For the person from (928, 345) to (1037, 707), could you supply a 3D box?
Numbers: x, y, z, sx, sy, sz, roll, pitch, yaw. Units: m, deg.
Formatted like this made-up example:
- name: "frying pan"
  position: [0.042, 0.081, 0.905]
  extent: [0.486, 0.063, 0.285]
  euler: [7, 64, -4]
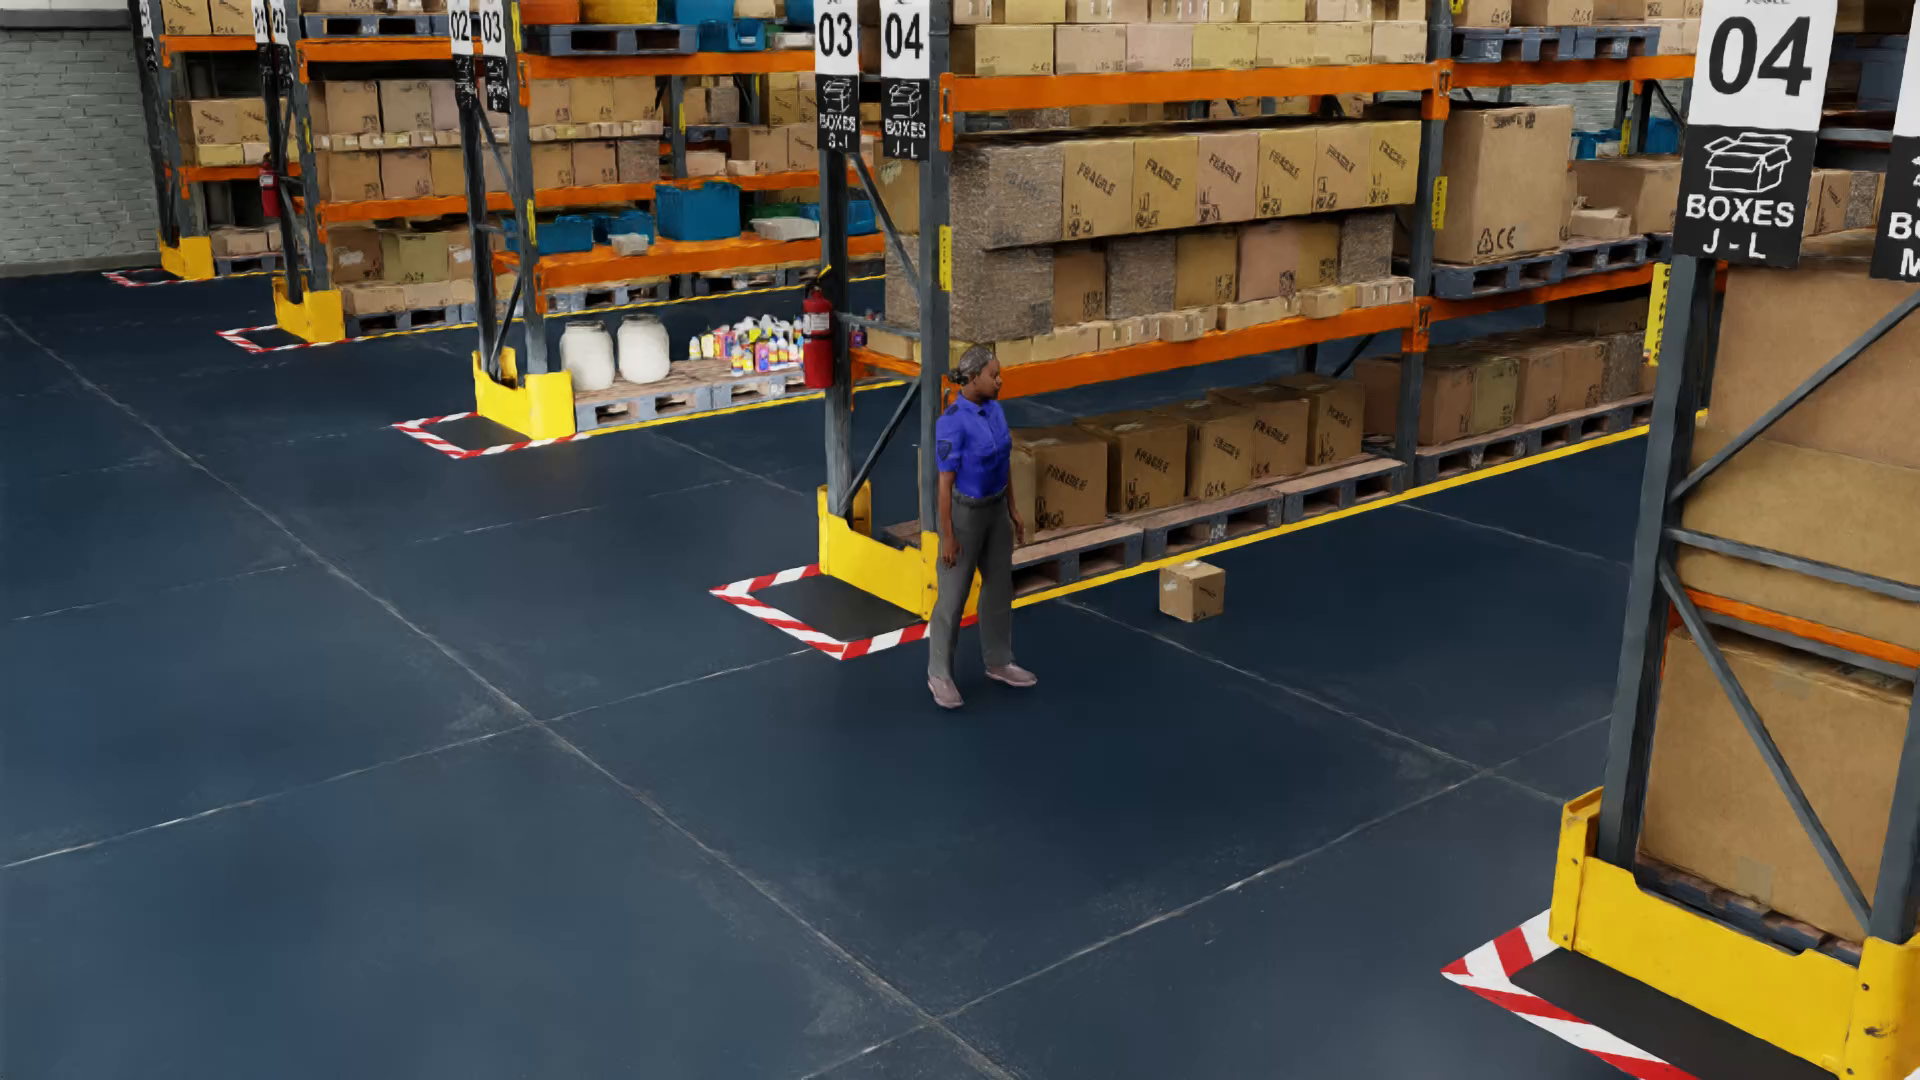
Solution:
- name: "person"
  position: [0.101, -0.070, 7.694]
  extent: [0.437, 1.666, 0.532]
  euler: [13, 22, 36]
